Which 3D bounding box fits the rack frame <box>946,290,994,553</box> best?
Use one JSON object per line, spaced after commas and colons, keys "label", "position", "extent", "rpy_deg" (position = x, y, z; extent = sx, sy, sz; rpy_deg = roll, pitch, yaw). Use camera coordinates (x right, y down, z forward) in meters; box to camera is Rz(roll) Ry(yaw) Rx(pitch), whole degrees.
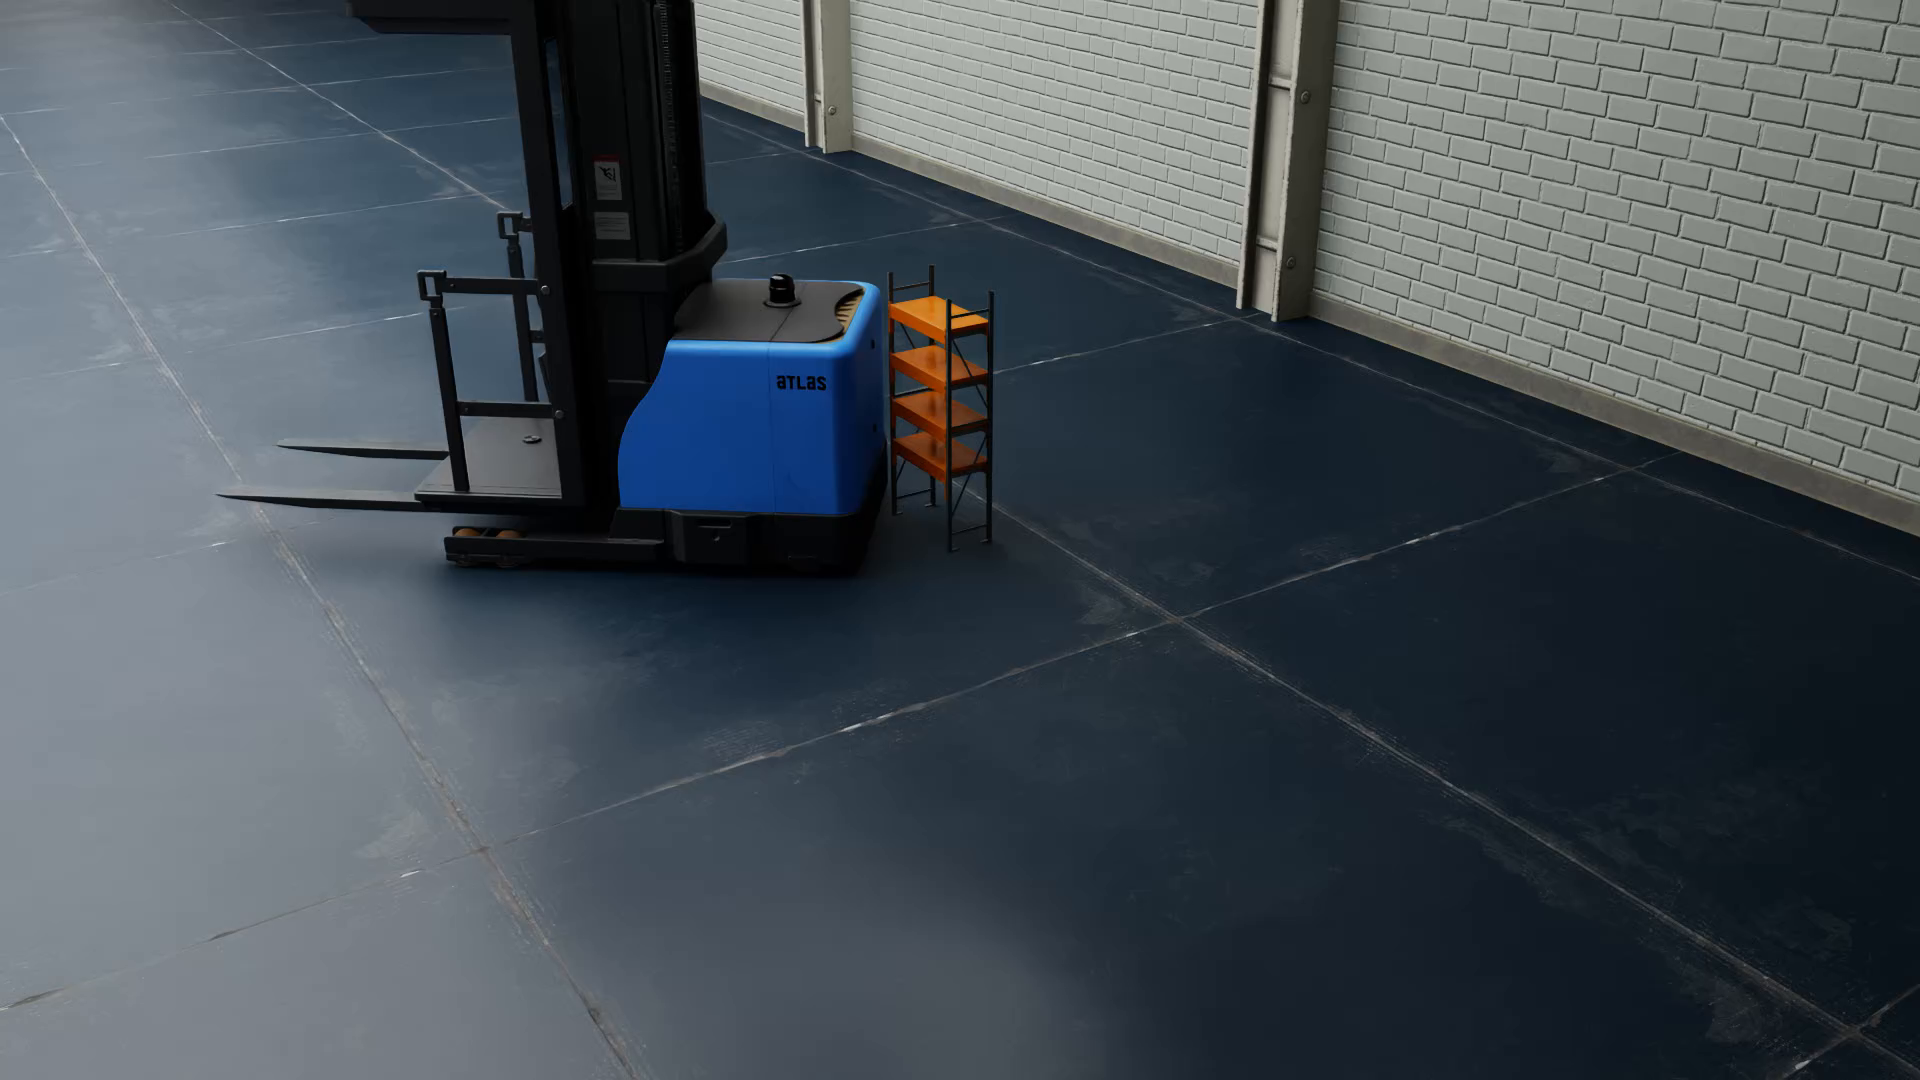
{"label": "rack frame", "position": [0.043, -0.515, 7.434], "extent": [0.240, 1.200, 0.015], "rpy_deg": [-16, 29, -30]}

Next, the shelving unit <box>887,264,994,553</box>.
{"label": "shelving unit", "position": [-0.090, -0.602, 7.619], "extent": [0.258, 1.200, 0.503], "rpy_deg": [-16, 29, -30]}

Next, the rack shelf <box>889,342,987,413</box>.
{"label": "rack shelf", "position": [-0.090, -0.743, 7.552], "extent": [0.258, 0.148, 0.480], "rpy_deg": [-16, 29, -30]}

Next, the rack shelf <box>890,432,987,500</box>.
{"label": "rack shelf", "position": [-0.090, -0.361, 7.733], "extent": [0.258, 0.148, 0.480], "rpy_deg": [-16, 29, -30]}

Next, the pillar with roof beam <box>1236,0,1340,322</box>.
{"label": "pillar with roof beam", "position": [-1.545, -4.578, 6.906], "extent": [9.100, 9.000, 0.400], "rpy_deg": [-16, 29, -30]}

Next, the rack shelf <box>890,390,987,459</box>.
{"label": "rack shelf", "position": [-0.090, -0.541, 7.648], "extent": [0.258, 0.148, 0.480], "rpy_deg": [-16, 29, -30]}

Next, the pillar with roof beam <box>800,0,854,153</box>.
{"label": "pillar with roof beam", "position": [-4.820, -6.724, 11.452], "extent": [9.100, 9.000, 0.400], "rpy_deg": [-16, 29, -30]}

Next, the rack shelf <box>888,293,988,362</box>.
{"label": "rack shelf", "position": [-0.090, -0.957, 7.452], "extent": [0.258, 0.148, 0.480], "rpy_deg": [-16, 29, -30]}

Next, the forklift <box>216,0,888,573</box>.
{"label": "forklift", "position": [-1.901, -1.421, 7.327], "extent": [3.031, 2.935, 1.130], "rpy_deg": [2, 25, 4]}

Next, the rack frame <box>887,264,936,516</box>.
{"label": "rack frame", "position": [-0.224, -0.689, 7.804], "extent": [0.240, 1.200, 0.015], "rpy_deg": [-16, 29, -30]}
